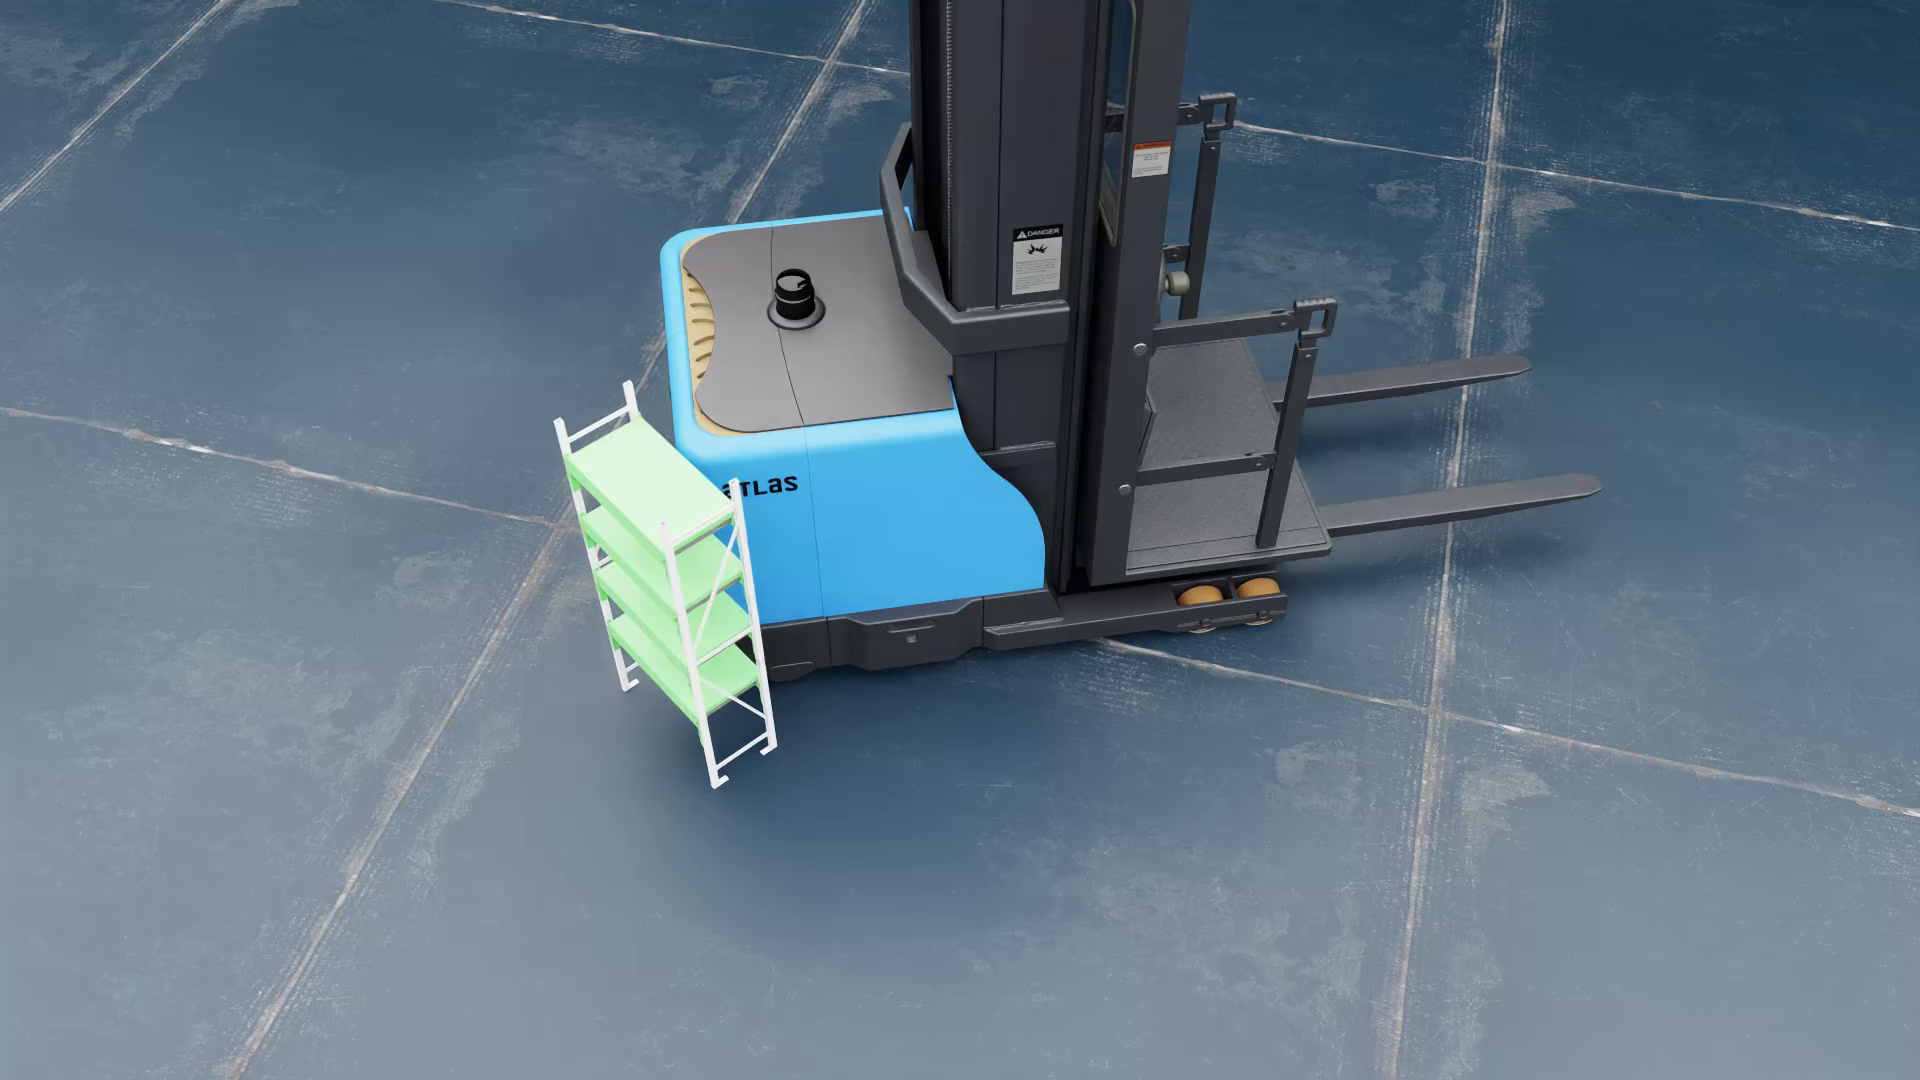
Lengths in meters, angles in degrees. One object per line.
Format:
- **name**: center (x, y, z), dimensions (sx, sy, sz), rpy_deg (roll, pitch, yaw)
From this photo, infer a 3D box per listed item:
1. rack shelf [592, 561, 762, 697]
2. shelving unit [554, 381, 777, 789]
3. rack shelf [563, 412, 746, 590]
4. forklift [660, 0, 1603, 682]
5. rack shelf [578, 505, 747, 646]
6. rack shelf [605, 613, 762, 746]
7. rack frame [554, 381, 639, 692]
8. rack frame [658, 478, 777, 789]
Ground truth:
- **rack shelf**: center (-0.826, 0.205, 4.854), dimensions (0.258, 0.148, 0.480), rpy_deg (-33, 56, -26)
- **shelving unit**: center (-0.826, 0.163, 4.806), dimensions (0.258, 1.200, 0.503), rpy_deg (-33, 56, -26)
- **rack shelf**: center (-0.826, -0.112, 4.494), dimensions (0.258, 0.148, 0.480), rpy_deg (-33, 56, -26)
- **forklift**: center (0.621, -1.050, 4.722), dimensions (3.031, 2.935, 1.130), rpy_deg (-7, 49, -6)
- **rack shelf**: center (-0.826, 0.046, 4.674), dimensions (0.258, 0.148, 0.480), rpy_deg (-33, 56, -26)
- **rack shelf**: center (-0.826, 0.364, 5.034), dimensions (0.258, 0.148, 0.480), rpy_deg (-33, 56, -26)
- **rack frame**: center (-0.987, 0.025, 4.927), dimensions (0.240, 1.200, 0.015), rpy_deg (-33, 56, -26)
- **rack frame**: center (-0.665, 0.300, 4.685), dimensions (0.240, 1.200, 0.015), rpy_deg (-33, 56, -26)
